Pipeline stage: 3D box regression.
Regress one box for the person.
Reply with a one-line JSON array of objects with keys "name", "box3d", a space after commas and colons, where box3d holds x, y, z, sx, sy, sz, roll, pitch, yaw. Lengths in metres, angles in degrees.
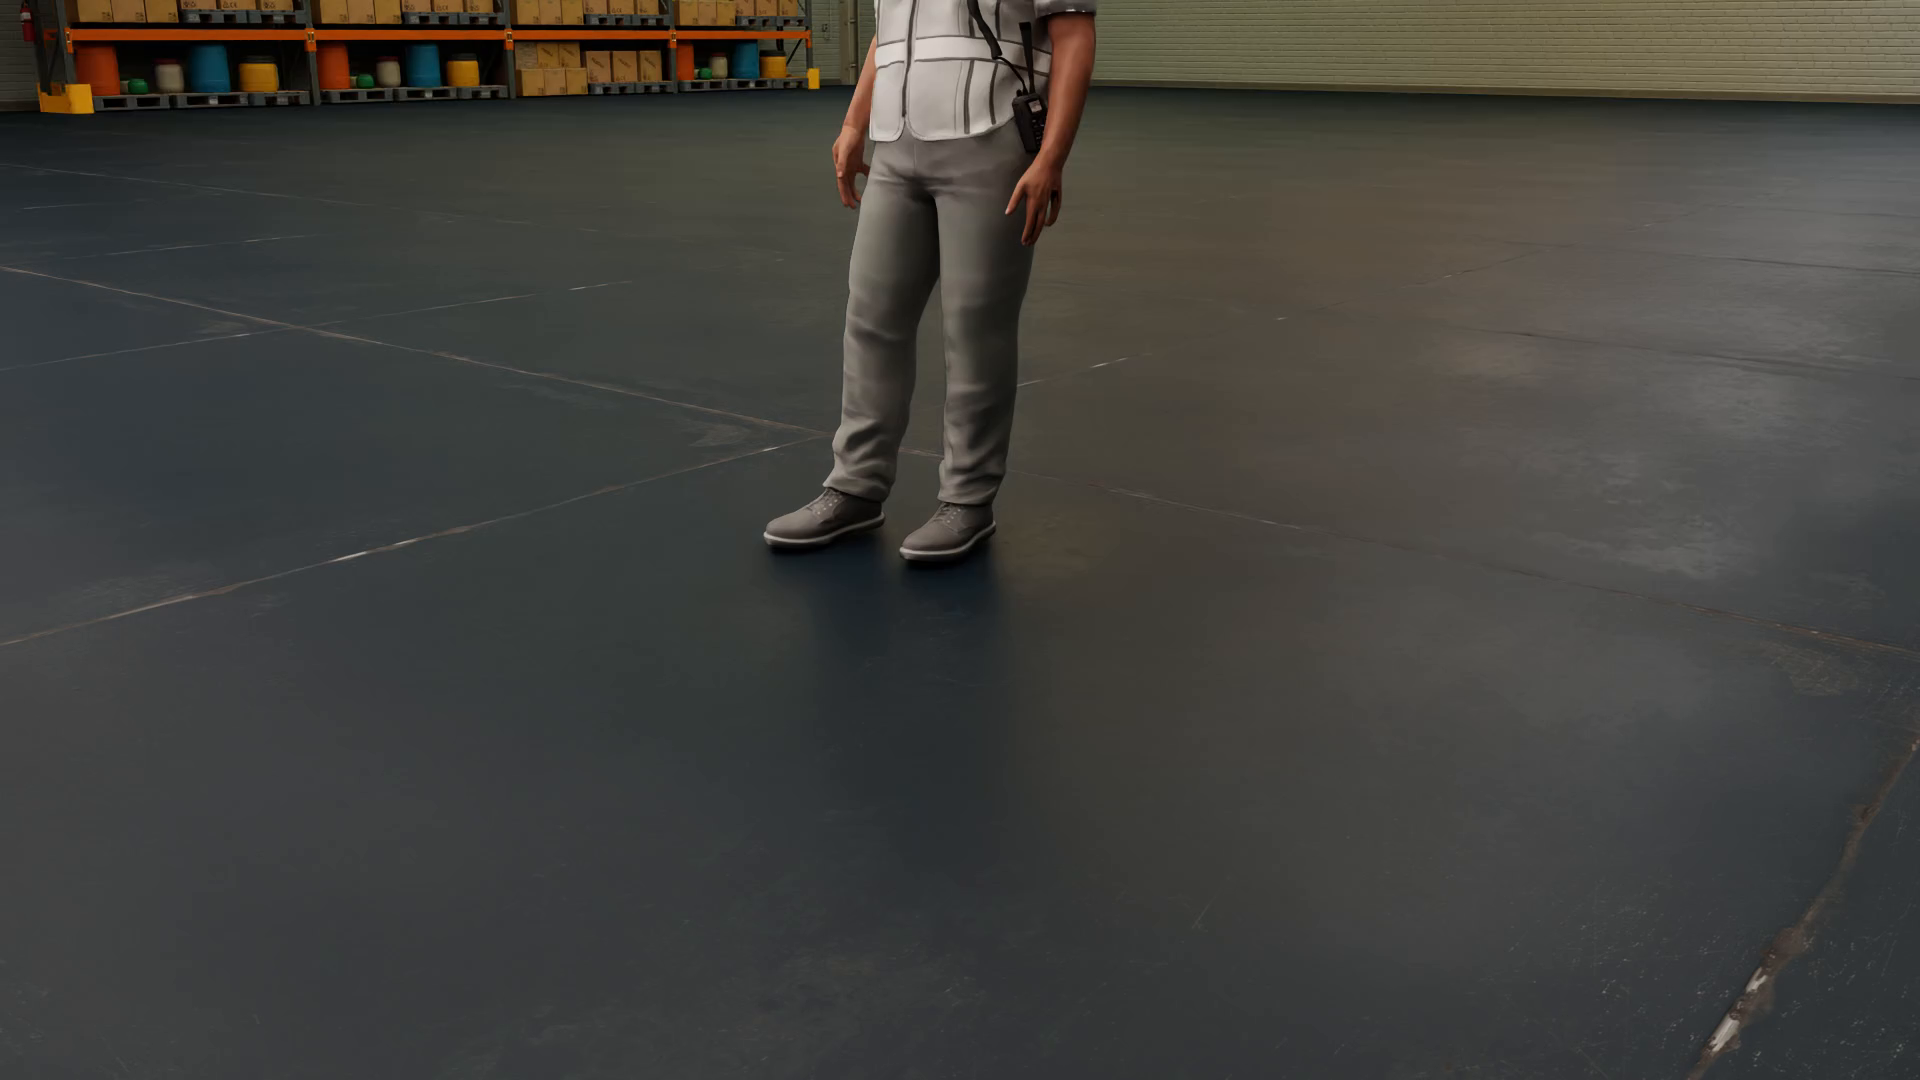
[{"name": "person", "box3d": [-0.059, -0.844, 3.631, 0.640, 1.781, 0.575, 13, 21, 37]}]
